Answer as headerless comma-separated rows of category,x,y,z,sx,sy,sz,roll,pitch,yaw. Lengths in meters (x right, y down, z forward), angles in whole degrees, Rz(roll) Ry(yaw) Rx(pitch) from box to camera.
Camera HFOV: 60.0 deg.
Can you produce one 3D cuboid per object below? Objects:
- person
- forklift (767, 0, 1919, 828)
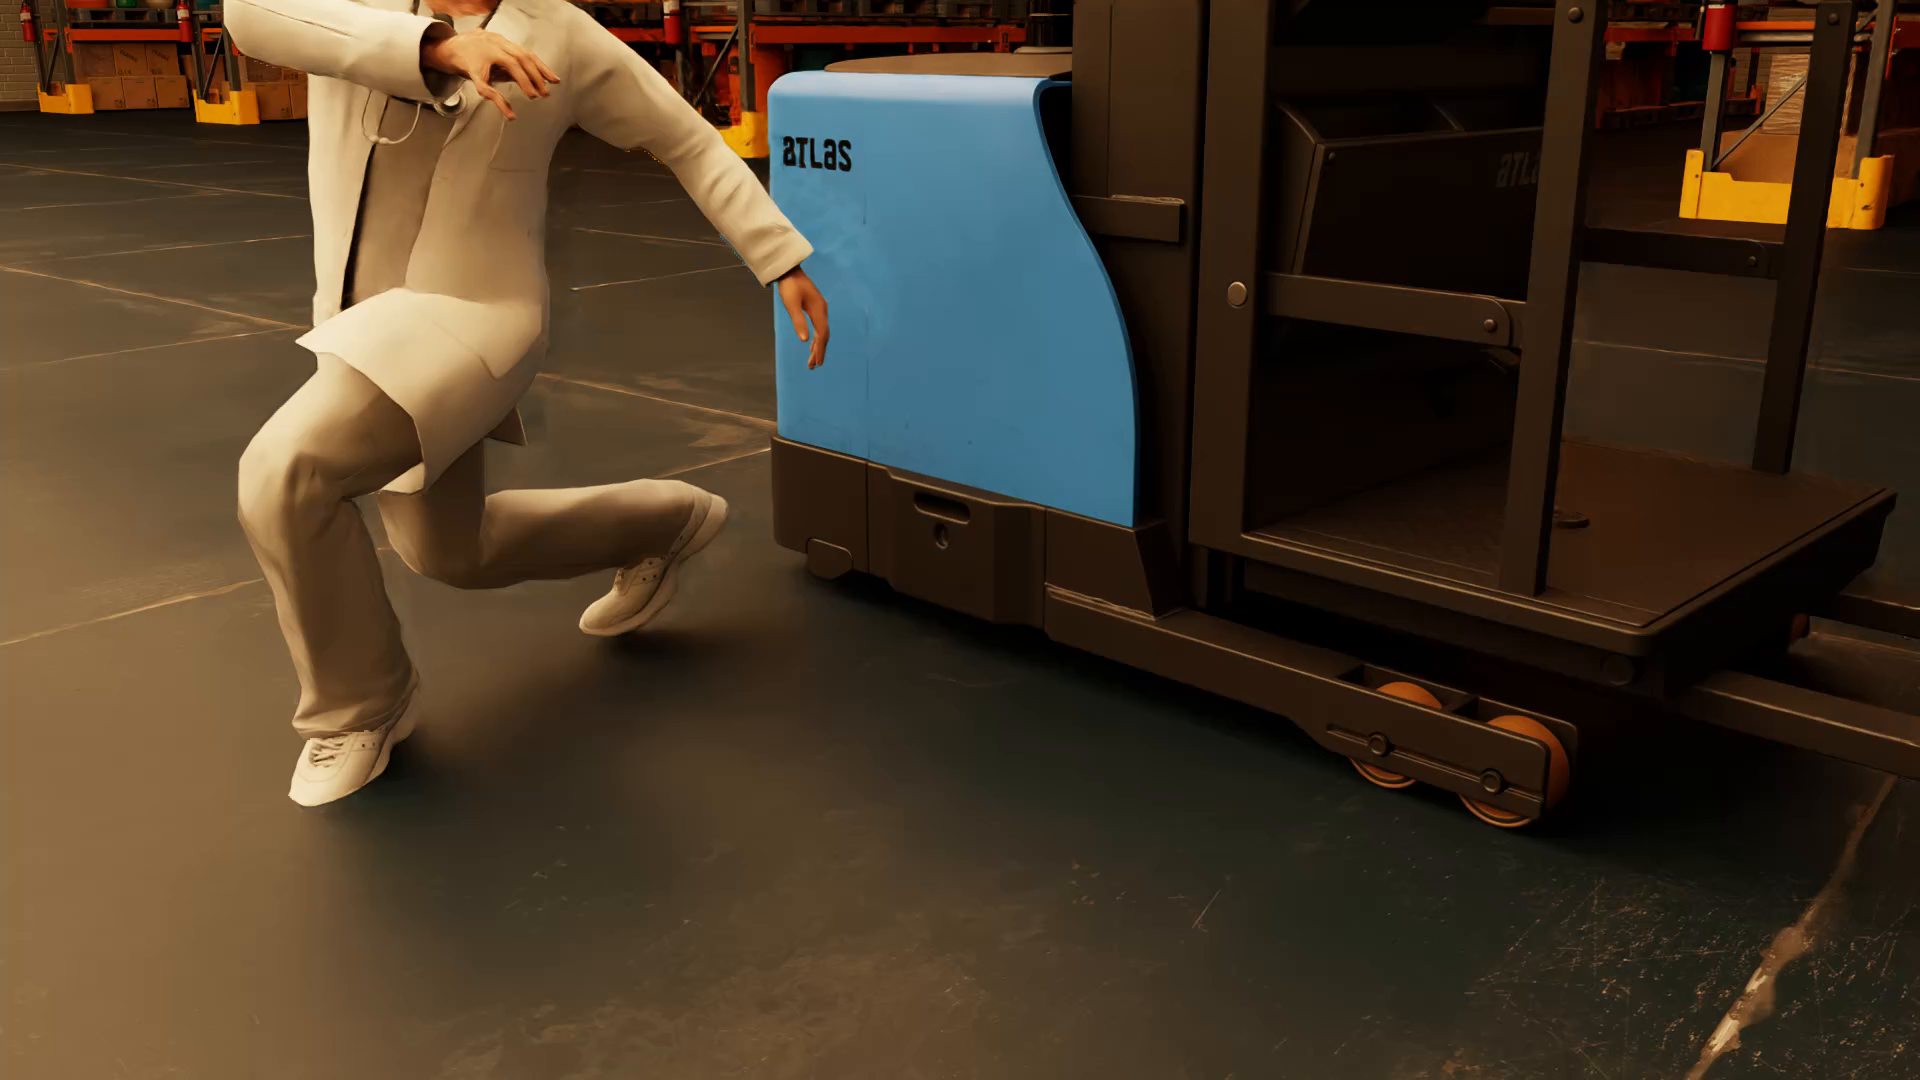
person,-0.719,-0.388,2.759,0.780,1.543,1.011,7,18,22
forklift,0.986,-1.138,2.645,3.031,2.935,1.130,16,23,42
